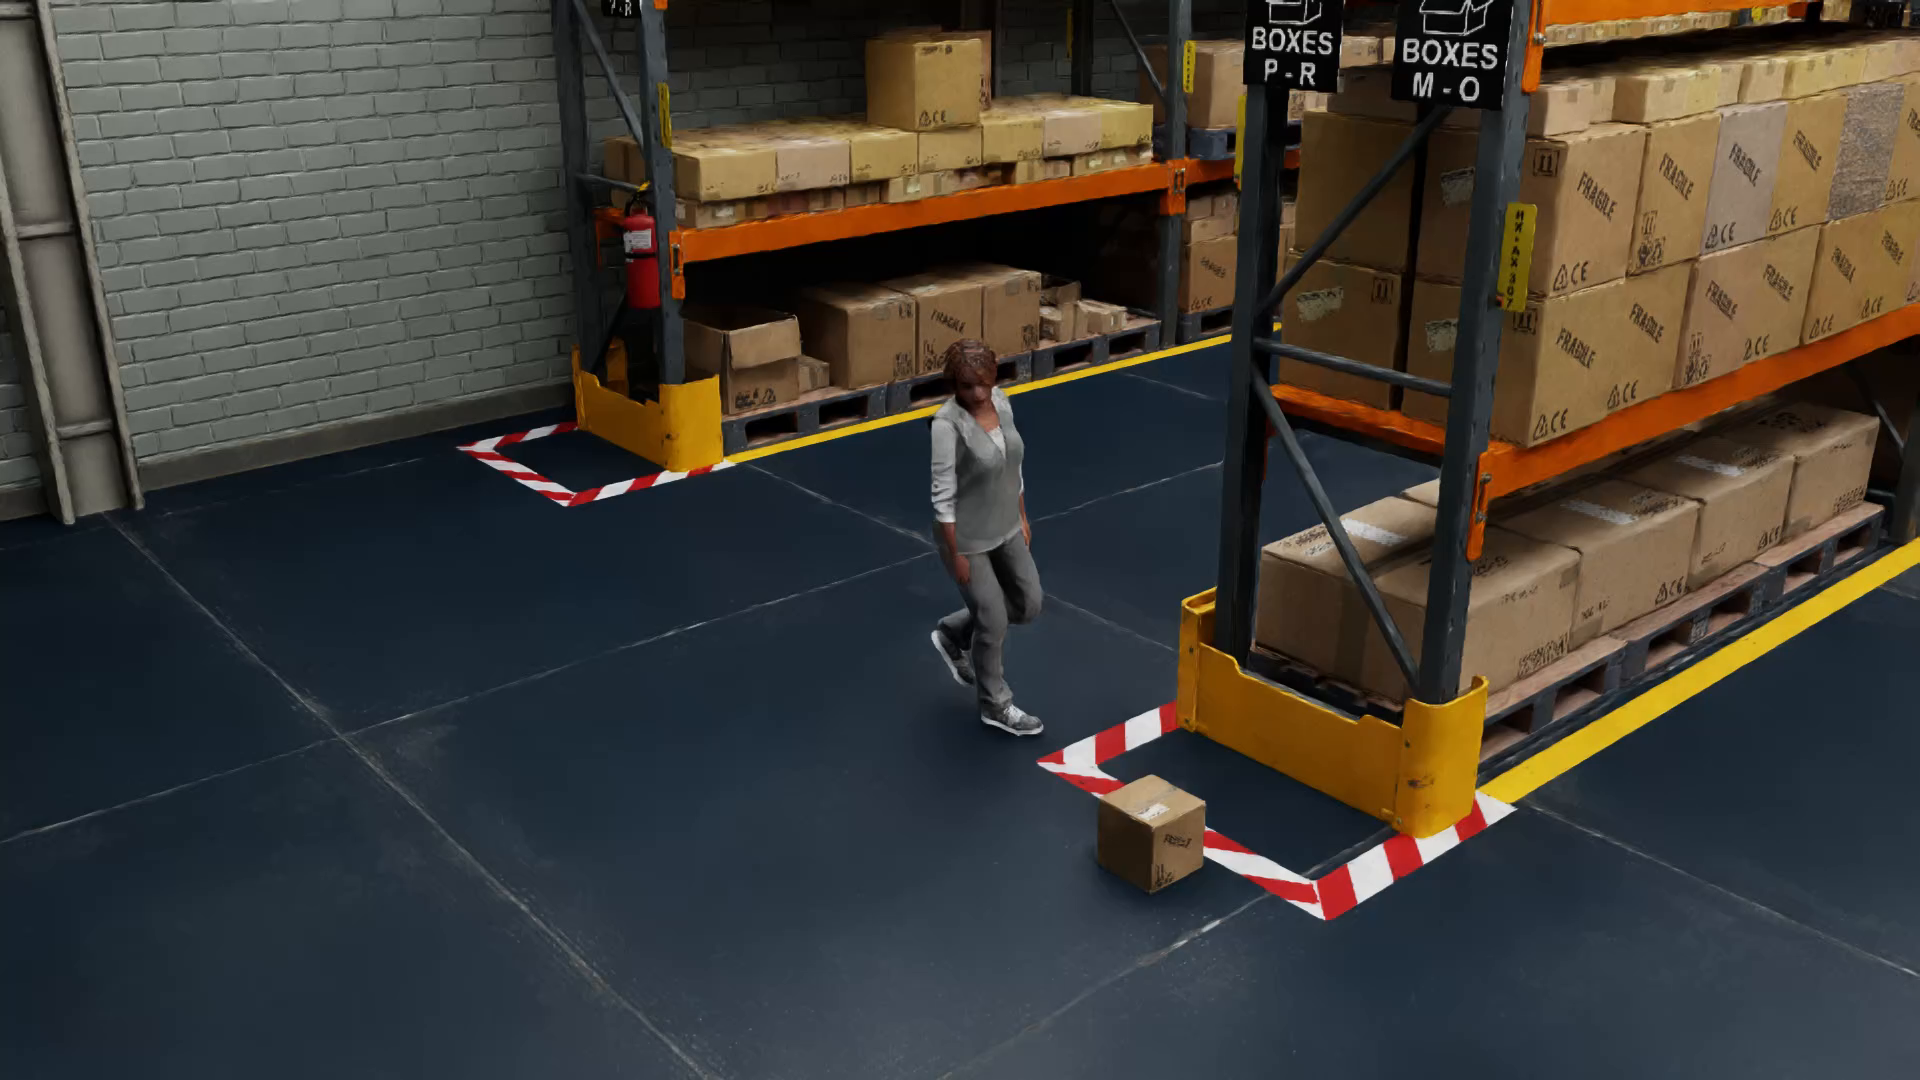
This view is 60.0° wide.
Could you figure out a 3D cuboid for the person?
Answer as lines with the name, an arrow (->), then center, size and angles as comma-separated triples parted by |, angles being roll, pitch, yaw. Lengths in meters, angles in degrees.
person -> 0.037, -0.011, 6.147 | 0.544, 1.572, 0.463 | 16, 26, 35
